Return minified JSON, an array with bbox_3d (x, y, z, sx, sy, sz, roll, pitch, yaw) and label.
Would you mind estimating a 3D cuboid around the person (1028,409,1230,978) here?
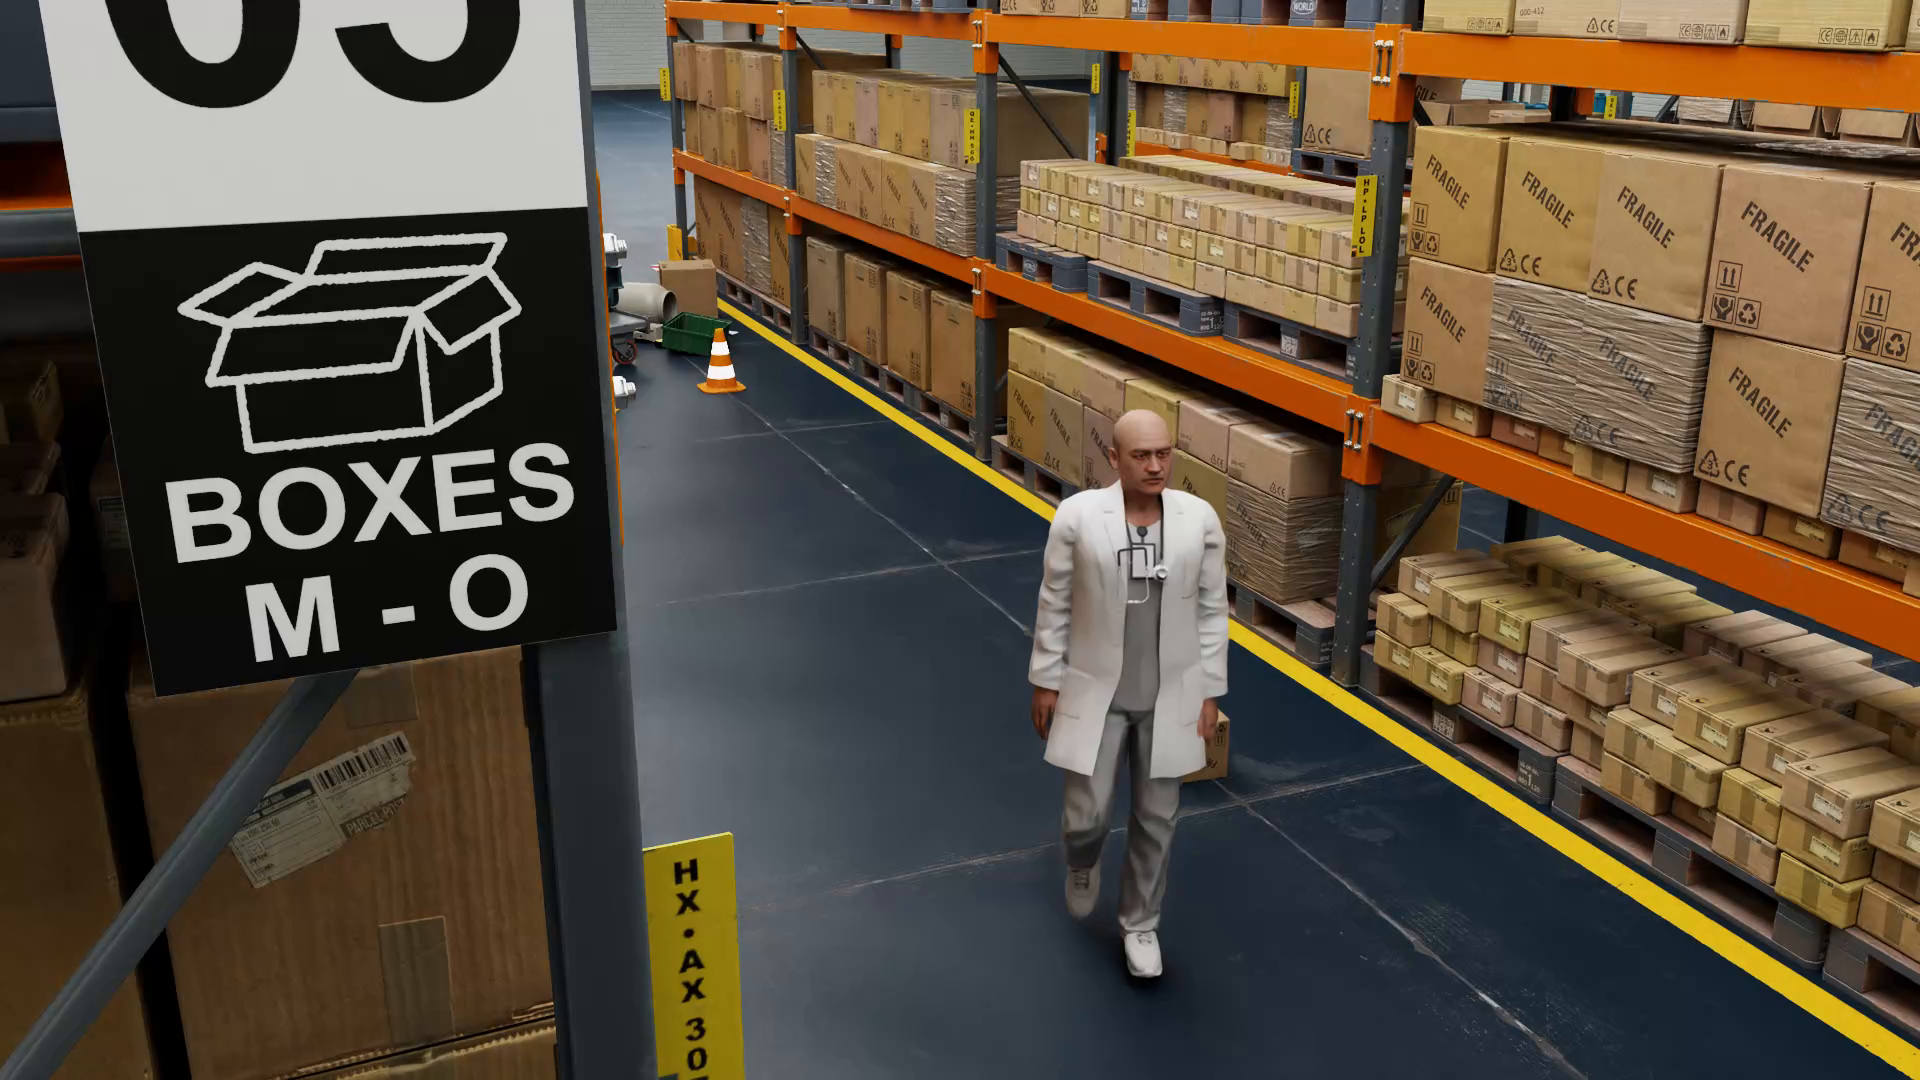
[{"bbox_3d":[0.516,0.456,5.130,0.608,1.768,0.577,-1,19,-3],"label":"person"}]
